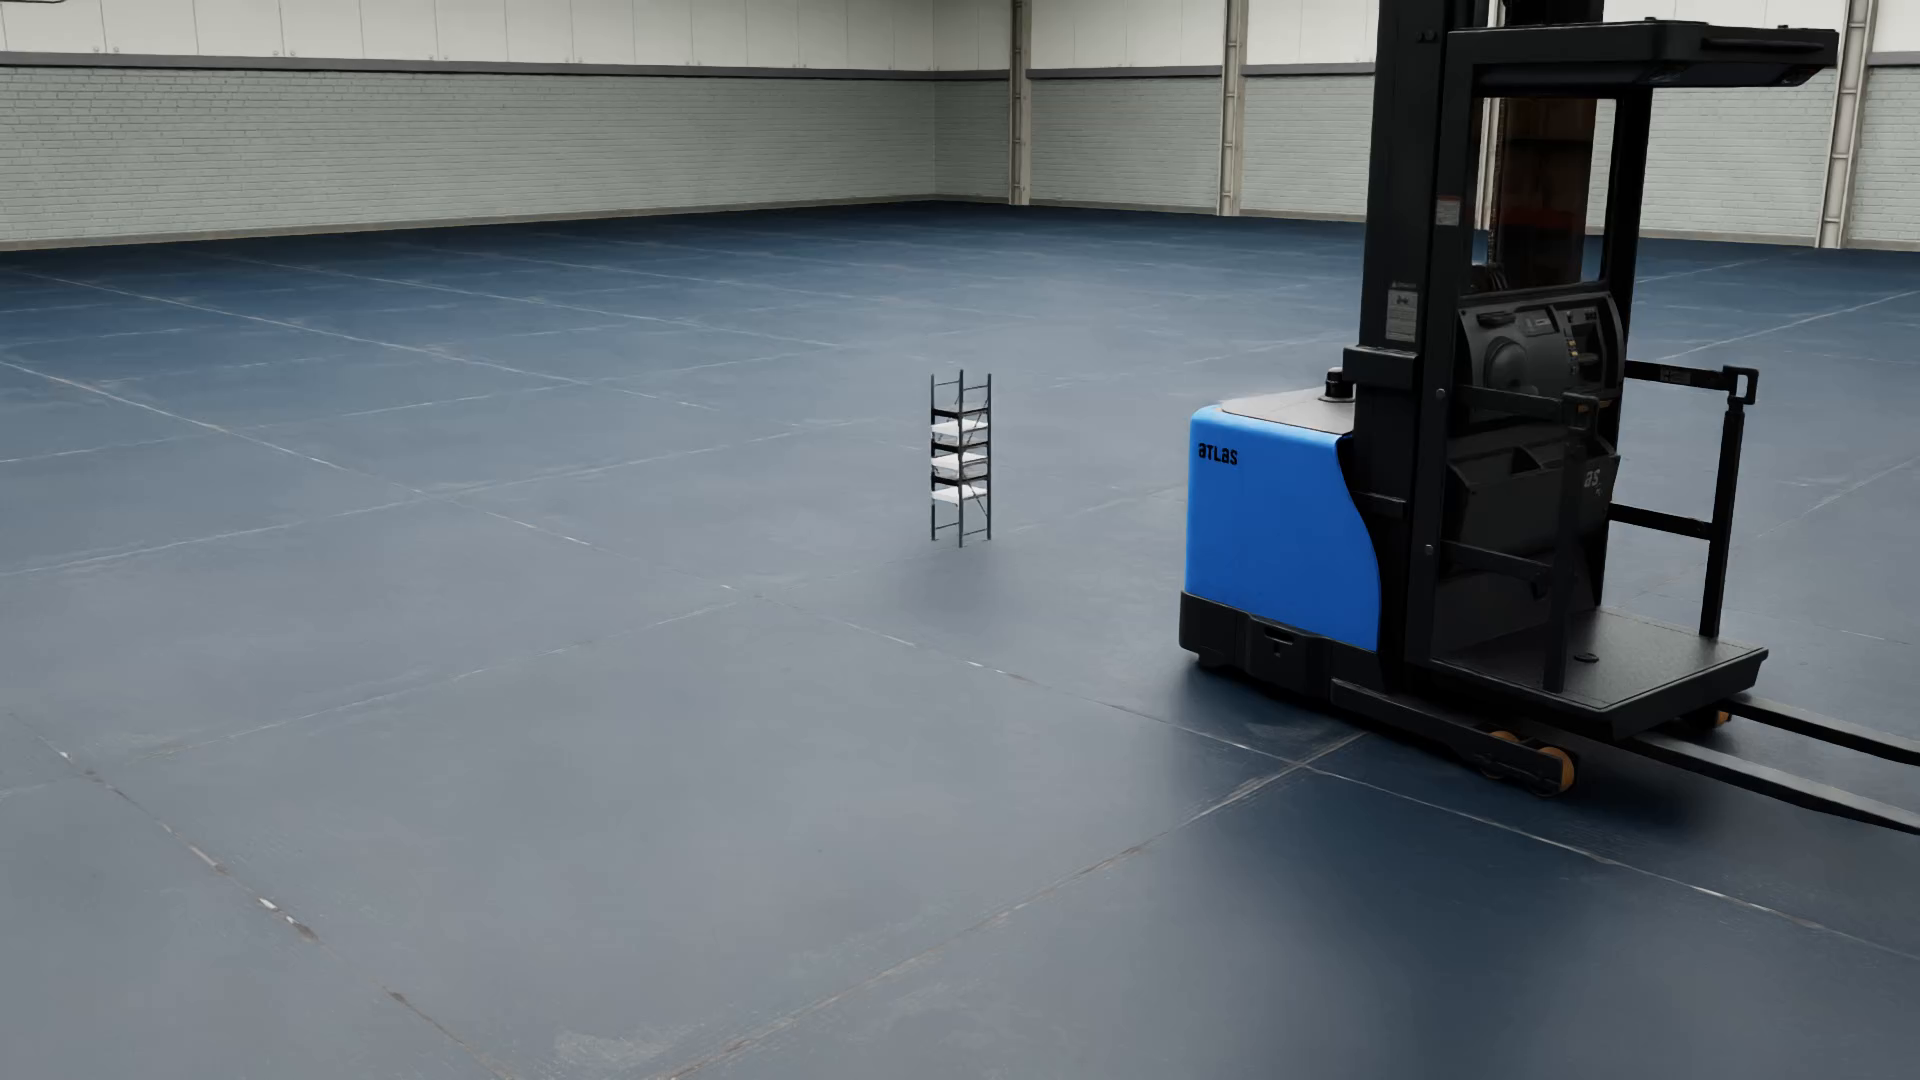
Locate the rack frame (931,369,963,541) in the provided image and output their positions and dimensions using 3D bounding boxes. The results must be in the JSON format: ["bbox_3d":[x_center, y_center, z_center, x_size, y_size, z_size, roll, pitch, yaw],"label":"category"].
[{"bbox_3d":[-0.067,-0.452,8.881,0.006,0.900,0.240,14,20,42],"label":"rack frame"}]

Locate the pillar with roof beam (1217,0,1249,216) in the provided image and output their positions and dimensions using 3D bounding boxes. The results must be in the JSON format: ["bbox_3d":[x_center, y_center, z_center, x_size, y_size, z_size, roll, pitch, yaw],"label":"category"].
[{"bbox_3d":[2.742,-10.499,31.381,0.400,9.000,9.100,14,20,42],"label":"pillar with roof beam"}]

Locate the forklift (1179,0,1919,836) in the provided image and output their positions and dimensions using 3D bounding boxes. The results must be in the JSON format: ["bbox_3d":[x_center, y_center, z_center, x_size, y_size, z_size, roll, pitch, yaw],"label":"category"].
[{"bbox_3d":[2.212,-0.692,5.776,1.130,2.935,3.031,-11,18,-36],"label":"forklift"}]

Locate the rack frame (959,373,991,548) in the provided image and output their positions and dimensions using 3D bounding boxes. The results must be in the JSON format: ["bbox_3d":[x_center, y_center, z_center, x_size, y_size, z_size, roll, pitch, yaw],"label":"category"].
[{"bbox_3d":[0.079,-0.416,8.745,0.006,0.900,0.240,14,20,42],"label":"rack frame"}]

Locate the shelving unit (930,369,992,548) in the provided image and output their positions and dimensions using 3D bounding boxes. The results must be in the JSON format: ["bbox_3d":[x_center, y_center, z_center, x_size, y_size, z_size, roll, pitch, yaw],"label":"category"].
[{"bbox_3d":[0.006,-0.434,8.813,0.210,0.900,0.258,14,20,42],"label":"shelving unit"}]

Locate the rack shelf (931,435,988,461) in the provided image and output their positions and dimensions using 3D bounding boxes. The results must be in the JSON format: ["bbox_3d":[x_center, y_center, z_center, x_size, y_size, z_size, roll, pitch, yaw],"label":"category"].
[{"bbox_3d":[0.006,-0.489,8.799,0.200,0.077,0.258,14,20,42],"label":"rack shelf"}]

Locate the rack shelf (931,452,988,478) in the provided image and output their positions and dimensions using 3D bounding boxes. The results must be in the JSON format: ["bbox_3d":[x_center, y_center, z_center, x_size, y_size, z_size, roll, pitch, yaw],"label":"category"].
[{"bbox_3d":[0.006,-0.402,8.822,0.200,0.077,0.258,14,20,42],"label":"rack shelf"}]

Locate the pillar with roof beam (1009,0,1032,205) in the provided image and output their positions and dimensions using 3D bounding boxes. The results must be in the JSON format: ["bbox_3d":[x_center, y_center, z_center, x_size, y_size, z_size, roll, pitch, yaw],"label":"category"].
[{"bbox_3d":[-1.577,-11.549,35.411,0.400,9.000,9.100,14,20,42],"label":"pillar with roof beam"}]

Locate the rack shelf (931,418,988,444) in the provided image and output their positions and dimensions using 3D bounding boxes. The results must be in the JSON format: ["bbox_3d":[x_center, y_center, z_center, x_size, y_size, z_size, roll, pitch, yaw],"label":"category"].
[{"bbox_3d":[0.006,-0.576,8.776,0.200,0.077,0.258,14,20,42],"label":"rack shelf"}]

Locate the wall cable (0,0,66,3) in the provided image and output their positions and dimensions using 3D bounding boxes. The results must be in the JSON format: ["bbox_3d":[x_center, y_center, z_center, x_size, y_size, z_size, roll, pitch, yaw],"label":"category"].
[{"bbox_3d":[-15.055,-10.735,25.540,0.169,6.003,2.305,14,20,42],"label":"wall cable"}]

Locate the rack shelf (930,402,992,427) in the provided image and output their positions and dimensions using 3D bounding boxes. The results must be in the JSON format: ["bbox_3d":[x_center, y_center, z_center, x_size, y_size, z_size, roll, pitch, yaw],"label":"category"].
[{"bbox_3d":[0.006,-0.663,8.753,0.200,0.077,0.258,14,20,42],"label":"rack shelf"}]

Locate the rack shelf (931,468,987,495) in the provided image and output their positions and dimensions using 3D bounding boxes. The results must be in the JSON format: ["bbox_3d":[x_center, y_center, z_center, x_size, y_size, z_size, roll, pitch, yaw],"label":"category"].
[{"bbox_3d":[0.006,-0.315,8.844,0.200,0.077,0.258,14,20,42],"label":"rack shelf"}]

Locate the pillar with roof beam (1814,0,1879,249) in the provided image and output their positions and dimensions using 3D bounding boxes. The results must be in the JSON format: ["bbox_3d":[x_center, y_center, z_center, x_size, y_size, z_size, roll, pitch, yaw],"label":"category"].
[{"bbox_3d":[11.381,-8.399,23.320,0.400,9.000,9.100,14,20,42],"label":"pillar with roof beam"}]

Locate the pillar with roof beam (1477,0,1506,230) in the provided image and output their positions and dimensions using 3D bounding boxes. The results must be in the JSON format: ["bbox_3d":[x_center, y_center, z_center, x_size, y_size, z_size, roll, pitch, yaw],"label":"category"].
[{"bbox_3d":[7.061,-9.449,27.350,0.400,9.000,9.100,14,20,42],"label":"pillar with roof beam"}]

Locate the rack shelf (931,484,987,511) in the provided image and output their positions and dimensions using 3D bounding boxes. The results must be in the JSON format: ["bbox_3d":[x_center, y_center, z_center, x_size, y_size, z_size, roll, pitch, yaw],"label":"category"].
[{"bbox_3d":[0.006,-0.228,8.867,0.200,0.077,0.258,14,20,42],"label":"rack shelf"}]
